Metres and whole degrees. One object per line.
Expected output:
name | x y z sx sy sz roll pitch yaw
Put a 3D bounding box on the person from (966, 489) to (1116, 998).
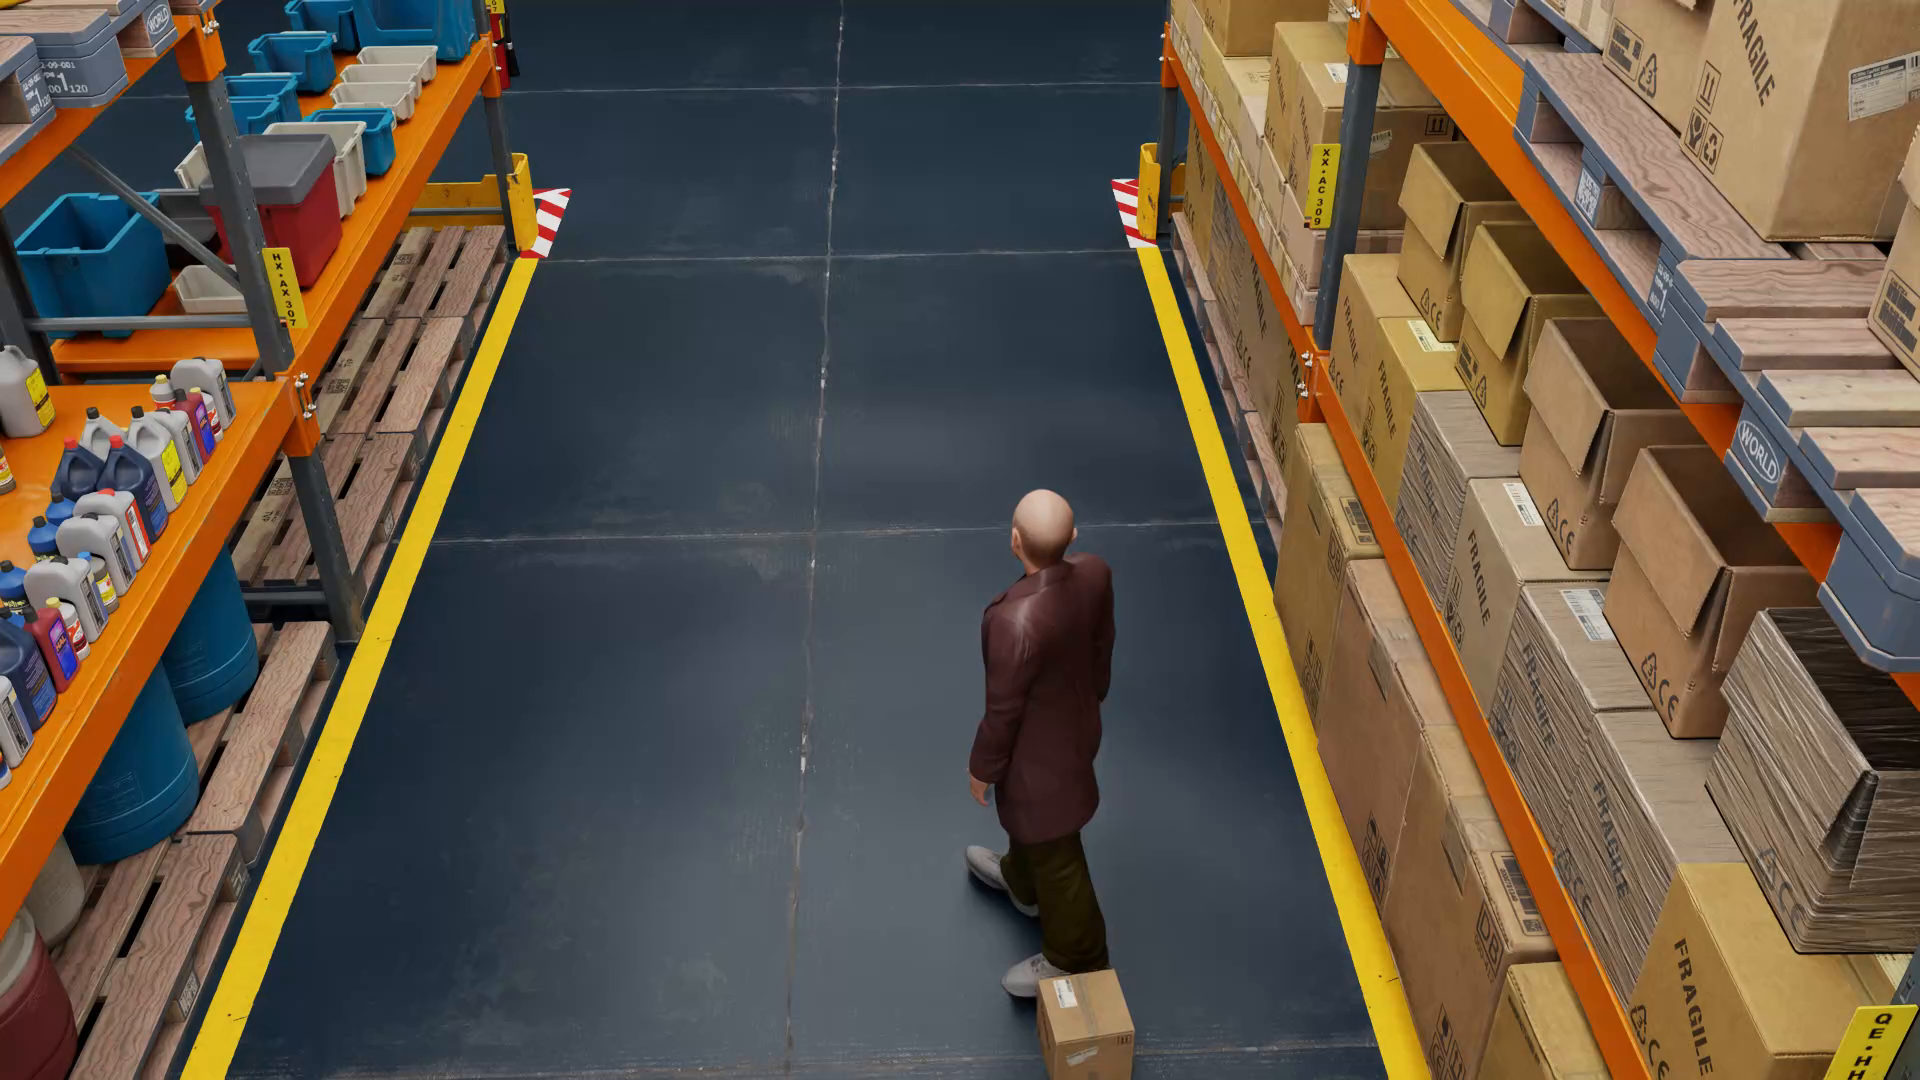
person | 0.239 0.615 5.248 0.679 1.775 0.630 17 38 23
